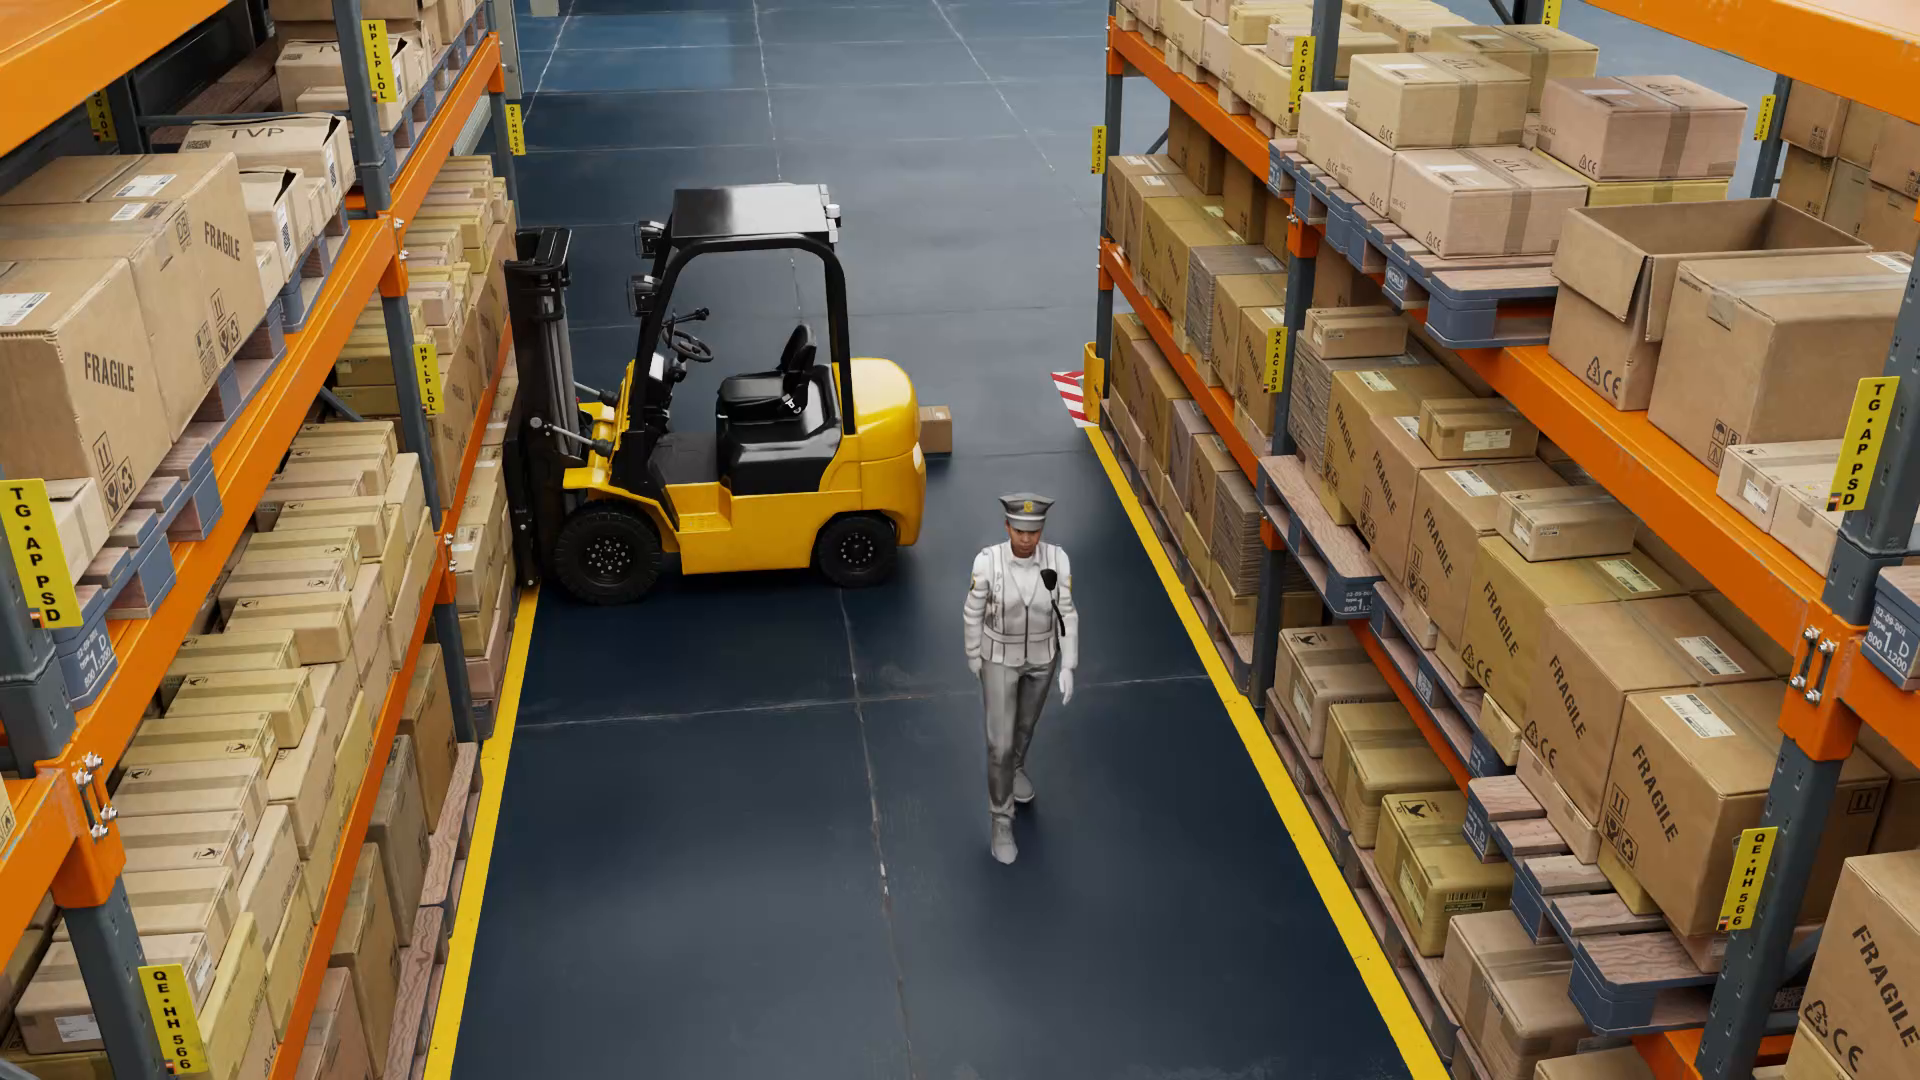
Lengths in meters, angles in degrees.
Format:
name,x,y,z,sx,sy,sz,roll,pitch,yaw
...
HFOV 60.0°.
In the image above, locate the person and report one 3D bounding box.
name,x,y,z,sx,sy,sz,roll,pitch,yaw
person,0.284,0.579,7.498,0.497,1.737,0.660,-5,28,-10
